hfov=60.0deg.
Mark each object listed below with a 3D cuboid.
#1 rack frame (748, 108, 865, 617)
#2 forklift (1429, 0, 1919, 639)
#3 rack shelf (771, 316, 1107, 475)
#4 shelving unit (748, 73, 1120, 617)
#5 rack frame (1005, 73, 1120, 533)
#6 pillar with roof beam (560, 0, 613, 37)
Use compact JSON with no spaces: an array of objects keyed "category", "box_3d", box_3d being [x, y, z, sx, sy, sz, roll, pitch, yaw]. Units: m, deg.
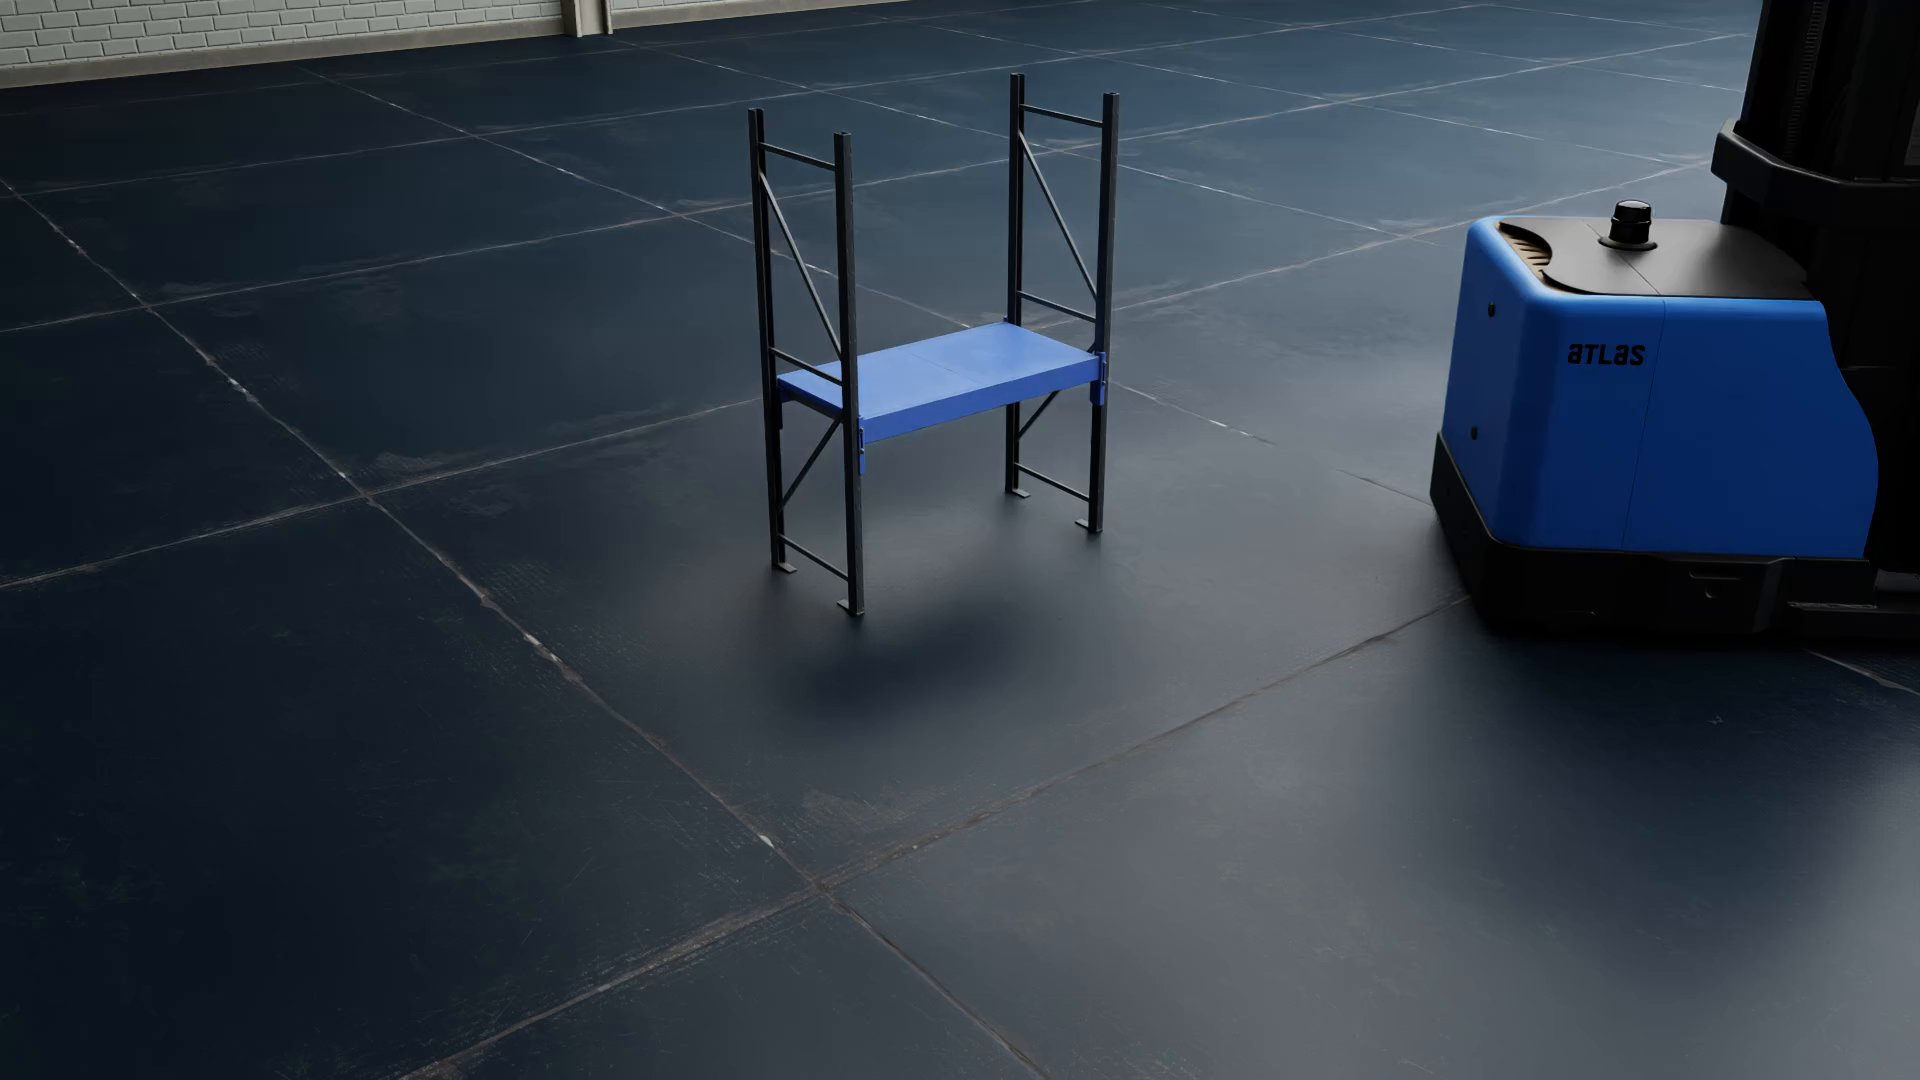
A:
[{"category":"rack frame","box_3d":[-0.467,-0.526,5.102,0.032,1.500,0.500,-18,31,-34]},{"category":"forklift","box_3d":[3.147,-1.191,4.836,3.031,2.935,1.130,2,25,4]},{"category":"rack shelf","box_3d":[-0.067,-0.495,5.462,1.000,0.185,0.538,-18,31,-34]},{"category":"shelving unit","box_3d":[-0.067,-0.658,5.387,1.048,1.500,0.538,-18,31,-34]},{"category":"rack frame","box_3d":[0.333,-0.790,5.671,0.032,1.500,0.500,-18,31,-34]},{"category":"pillar with roof beam","box_3d":[-1.083,-7.752,11.763,0.400,9.000,9.100,-18,31,-34]}]
